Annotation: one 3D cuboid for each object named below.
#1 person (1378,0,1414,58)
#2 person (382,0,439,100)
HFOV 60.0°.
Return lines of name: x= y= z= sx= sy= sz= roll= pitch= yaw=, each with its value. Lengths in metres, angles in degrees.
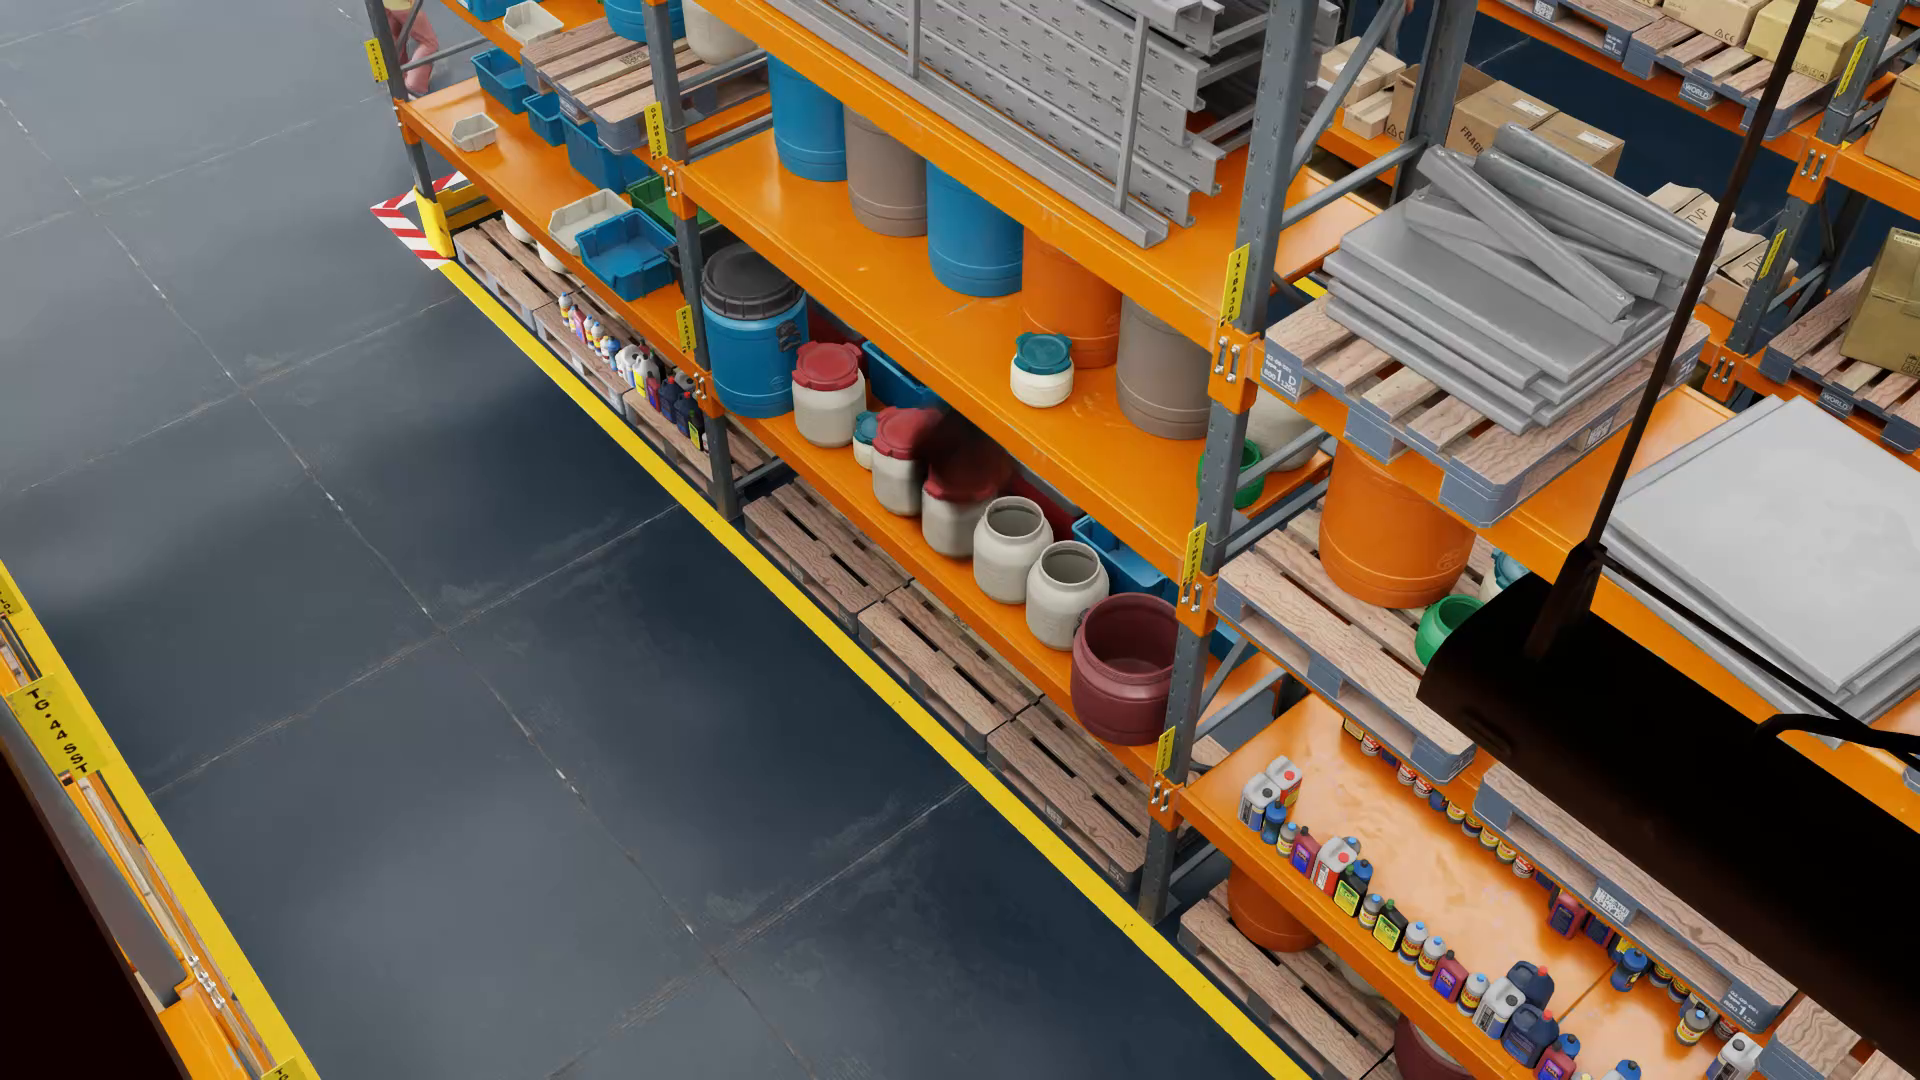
person: x=3.737 y=-4.700 z=14.368 sx=0.568 sy=1.598 sz=0.589 roll=-17 pitch=49 yaw=-15
person: x=-4.767 y=-4.479 z=14.062 sx=0.539 sy=1.678 sz=0.470 roll=23 pitch=51 yaw=21
